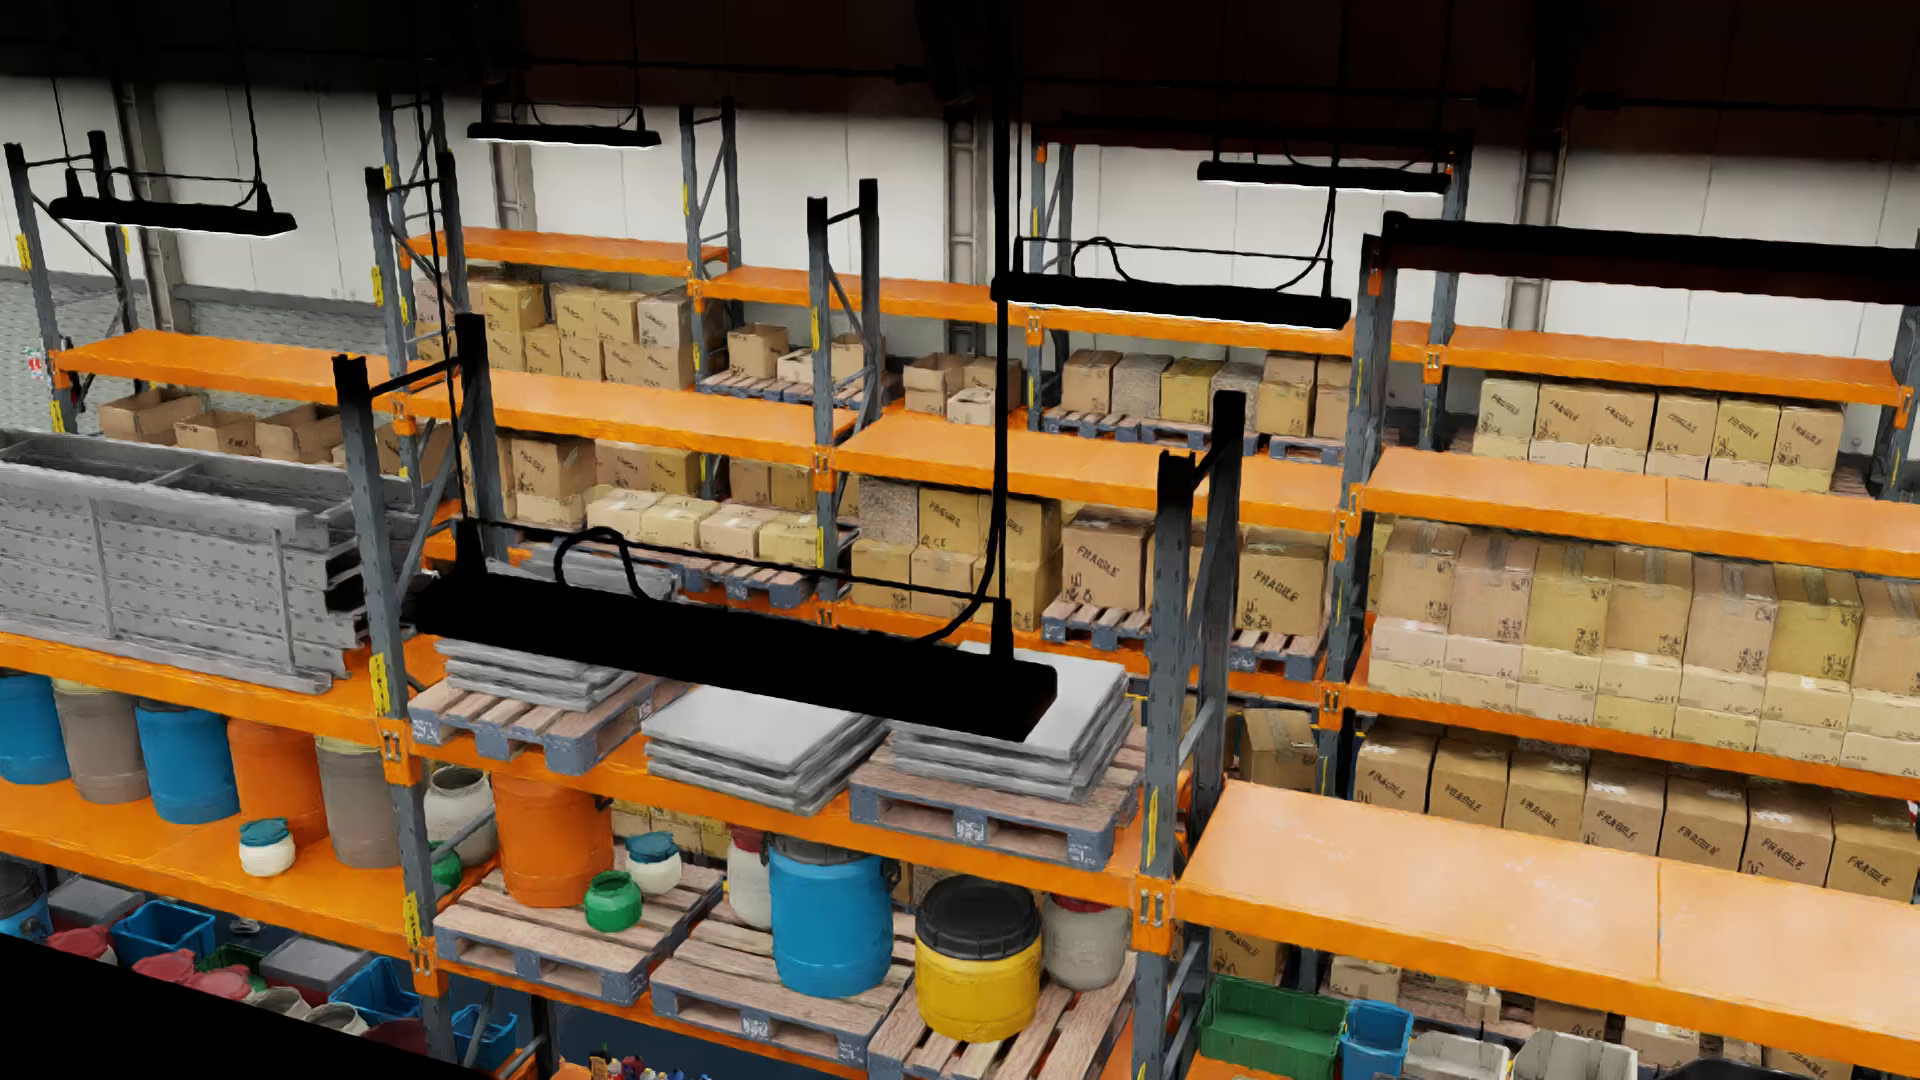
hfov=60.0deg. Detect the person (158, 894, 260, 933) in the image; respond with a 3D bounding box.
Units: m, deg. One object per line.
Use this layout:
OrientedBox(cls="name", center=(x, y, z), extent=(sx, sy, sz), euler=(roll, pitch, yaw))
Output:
OrientedBox(cls="person", center=(-6.320, 2.472, 13.597), extent=(1.075, 1.585, 0.498), euler=(7, 22, 18))
